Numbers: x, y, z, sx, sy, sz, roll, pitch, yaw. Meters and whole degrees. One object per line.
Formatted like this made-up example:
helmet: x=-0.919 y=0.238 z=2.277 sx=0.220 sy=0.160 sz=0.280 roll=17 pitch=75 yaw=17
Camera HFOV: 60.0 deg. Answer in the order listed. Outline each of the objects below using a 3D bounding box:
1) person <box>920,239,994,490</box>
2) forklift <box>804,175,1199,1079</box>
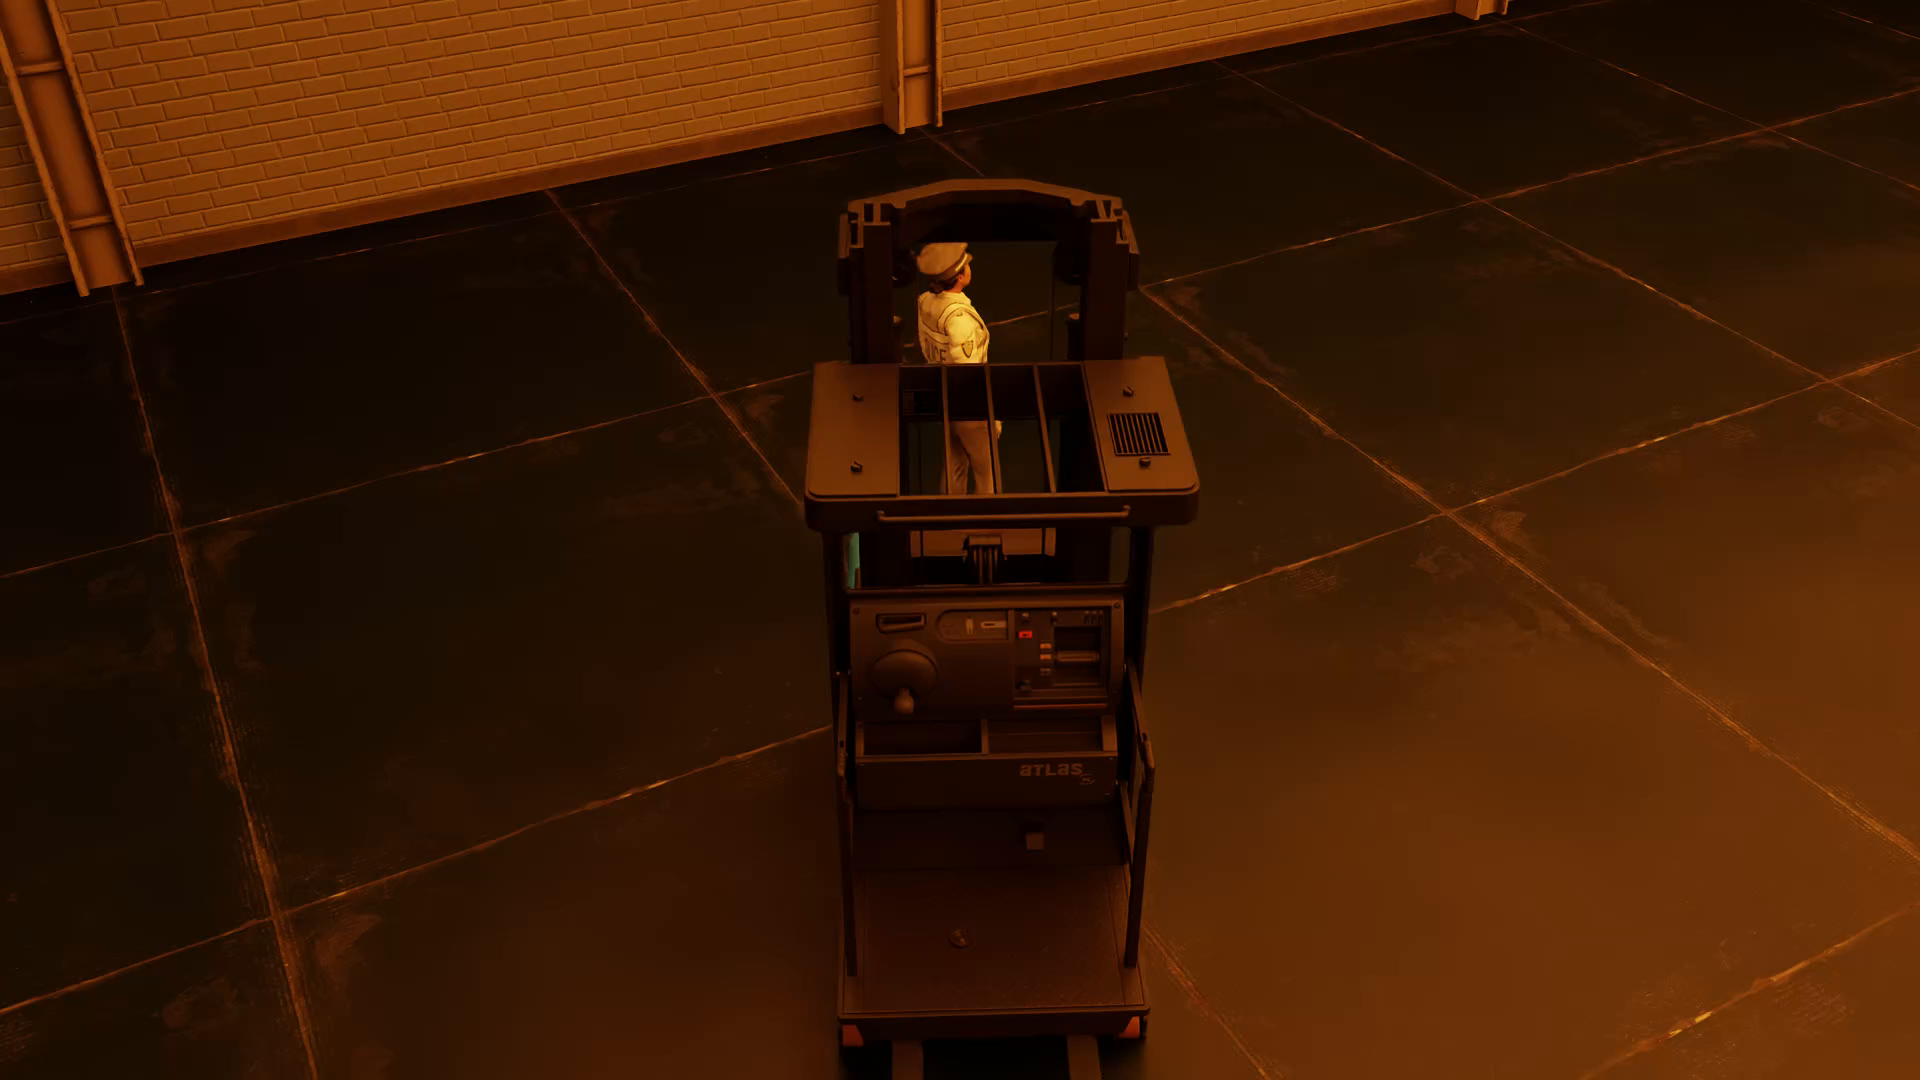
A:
person: x=0.111 y=-0.701 z=8.177 sx=0.591 sy=1.692 sz=0.582 roll=-1 pitch=35 yaw=-2
forklift: x=0.101 y=0.440 z=5.501 sx=1.130 sy=2.935 sz=3.031 roll=-1 pitch=35 yaw=-2
